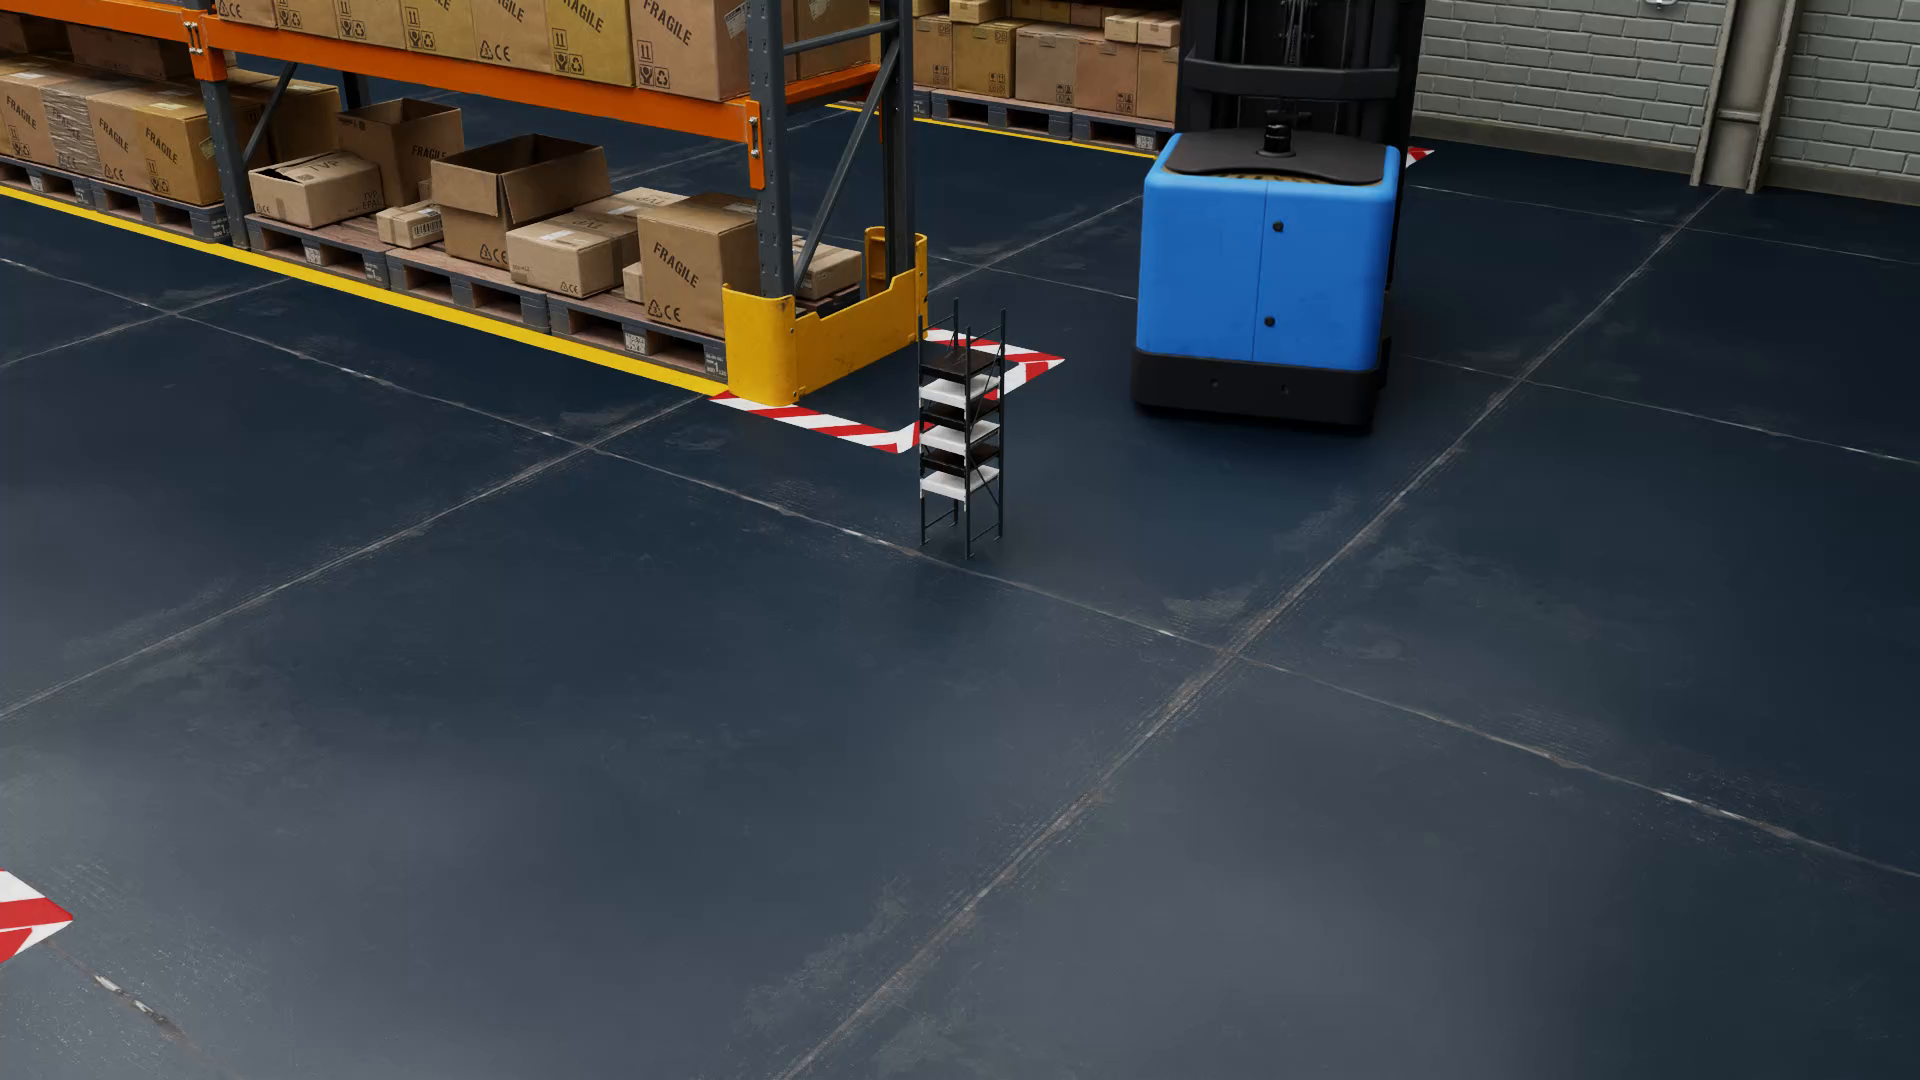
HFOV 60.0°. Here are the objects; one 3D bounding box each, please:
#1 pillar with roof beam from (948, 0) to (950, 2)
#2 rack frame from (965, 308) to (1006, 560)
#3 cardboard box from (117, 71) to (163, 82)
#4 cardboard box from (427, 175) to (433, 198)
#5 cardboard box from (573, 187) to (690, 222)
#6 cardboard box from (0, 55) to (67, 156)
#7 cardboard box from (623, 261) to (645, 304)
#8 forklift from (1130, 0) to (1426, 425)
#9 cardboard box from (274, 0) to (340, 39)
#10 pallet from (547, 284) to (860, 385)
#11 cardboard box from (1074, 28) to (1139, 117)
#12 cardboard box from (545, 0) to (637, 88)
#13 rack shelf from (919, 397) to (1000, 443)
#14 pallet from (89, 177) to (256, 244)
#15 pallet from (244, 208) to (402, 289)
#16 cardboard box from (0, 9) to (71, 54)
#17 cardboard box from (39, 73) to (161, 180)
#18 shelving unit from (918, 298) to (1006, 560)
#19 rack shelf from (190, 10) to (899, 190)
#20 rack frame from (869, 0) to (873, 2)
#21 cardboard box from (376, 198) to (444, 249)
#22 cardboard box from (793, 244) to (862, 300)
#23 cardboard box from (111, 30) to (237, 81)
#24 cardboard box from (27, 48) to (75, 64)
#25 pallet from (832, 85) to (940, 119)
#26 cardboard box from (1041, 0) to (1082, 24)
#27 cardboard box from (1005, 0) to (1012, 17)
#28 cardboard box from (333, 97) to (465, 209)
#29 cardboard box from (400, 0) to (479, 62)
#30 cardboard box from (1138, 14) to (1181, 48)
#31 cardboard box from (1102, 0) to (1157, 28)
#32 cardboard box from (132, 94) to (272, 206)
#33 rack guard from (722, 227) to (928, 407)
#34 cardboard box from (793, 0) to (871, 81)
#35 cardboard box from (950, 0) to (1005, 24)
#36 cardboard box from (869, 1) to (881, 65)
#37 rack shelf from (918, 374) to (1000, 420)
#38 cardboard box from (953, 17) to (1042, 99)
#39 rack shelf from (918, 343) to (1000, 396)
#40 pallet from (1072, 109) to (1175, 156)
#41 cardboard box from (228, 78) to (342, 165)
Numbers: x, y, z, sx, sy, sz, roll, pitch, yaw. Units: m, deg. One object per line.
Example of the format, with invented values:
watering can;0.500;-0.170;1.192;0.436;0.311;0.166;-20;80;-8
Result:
pillar with roof beam;-2.410;-6.249;8.607;0.400;9.000;9.100;17;32;30
rack frame;0.090;-0.373;5.990;0.006;0.900;0.240;17;32;30
cardboard box;-4.955;-2.749;10.616;0.500;0.500;0.500;18;32;31
cardboard box;-2.592;-1.953;9.260;0.500;0.311;0.500;17;32;30
cardboard box;-1.655;-1.634;8.700;0.500;0.250;0.500;17;32;30
cardboard box;-6.079;-2.810;10.736;0.500;0.500;0.500;17;31;30
cardboard box;-1.414;-1.279;8.095;0.250;0.166;0.380;17;32;30
forklift;1.617;-2.443;7.818;1.130;2.935;3.031;7;28;13
cardboard box;-3.151;-2.869;8.471;0.500;0.500;0.500;18;32;31
pallet;-1.264;-1.142;8.261;1.213;0.211;1.003;17;32;30
cardboard box;1.212;-3.358;11.834;0.500;0.500;0.700;17;32;30
cardboard box;-1.496;-2.351;7.451;0.500;0.500;0.500;18;32;31
rack shelf;0.007;-0.449;6.016;0.200;0.077;0.258;17;32;30
pallet;-4.532;-2.140;10.222;1.213;0.211;1.003;17;32;30
pallet;-3.275;-1.768;9.492;1.213;0.211;1.003;17;32;30
cardboard box;-6.185;-3.466;11.198;0.500;0.250;0.500;19;32;32
cardboard box;-5.225;-2.549;10.222;0.500;0.500;0.500;18;32;31
shelving unit;0.007;-0.399;6.042;0.210;0.900;0.258;17;32;30
rack shelf;-2.192;-2.354;8.361;4.000;0.370;1.077;17;32;30
rack frame;-1.039;-5.041;12.848;0.127;3.000;1.000;17;32;30
cardboard box;-2.898;-1.714;8.950;0.250;0.166;0.380;17;32;30
cardboard box;-0.694;-1.322;8.199;0.250;0.149;0.380;17;32;30
cardboard box;-4.926;-3.076;10.432;0.500;0.250;0.500;17;32;30
cardboard box;-5.807;-3.012;11.132;0.500;0.500;0.500;16;31;29
pallet;-0.456;-3.574;13.039;1.213;0.211;1.003;17;32;30
cardboard box;0.795;-3.886;12.156;0.250;0.149;0.380;18;32;31
cardboard box;0.373;-4.017;12.414;0.250;0.149;0.380;18;32;31
cardboard box;-3.210;-2.230;9.595;0.500;0.500;0.500;17;32;30
cardboard box;-2.320;-2.610;7.961;0.500;0.500;0.500;17;31;30
cardboard box;1.416;-3.483;11.365;0.250;0.149;0.380;17;31;30
cardboard box;1.217;-3.755;11.900;0.250;0.149;0.380;18;32;31
cardboard box;-4.410;-2.290;9.713;0.500;0.500;0.500;17;32;30
rack guard;-0.606;-1.066;7.794;0.348;0.500;1.175;17;32;30
cardboard box;-0.760;-2.418;7.584;0.500;0.500;0.500;18;32;31
cardboard box;0.129;-3.883;12.150;0.250;0.149;0.380;16;31;29
cardboard box;-0.481;-3.884;12.867;0.500;0.500;0.700;18;32;31
rack shelf;0.007;-0.530;5.975;0.200;0.077;0.258;17;32;30
cardboard box;0.353;-3.621;12.351;0.500;0.500;0.700;18;32;31
rack shelf;0.007;-0.610;5.934;0.200;0.077;0.258;17;32;30
pallet;1.555;-2.947;11.808;1.213;0.211;1.003;17;32;30
cardboard box;-4.101;-2.485;10.097;0.500;0.500;0.500;16;31;28
